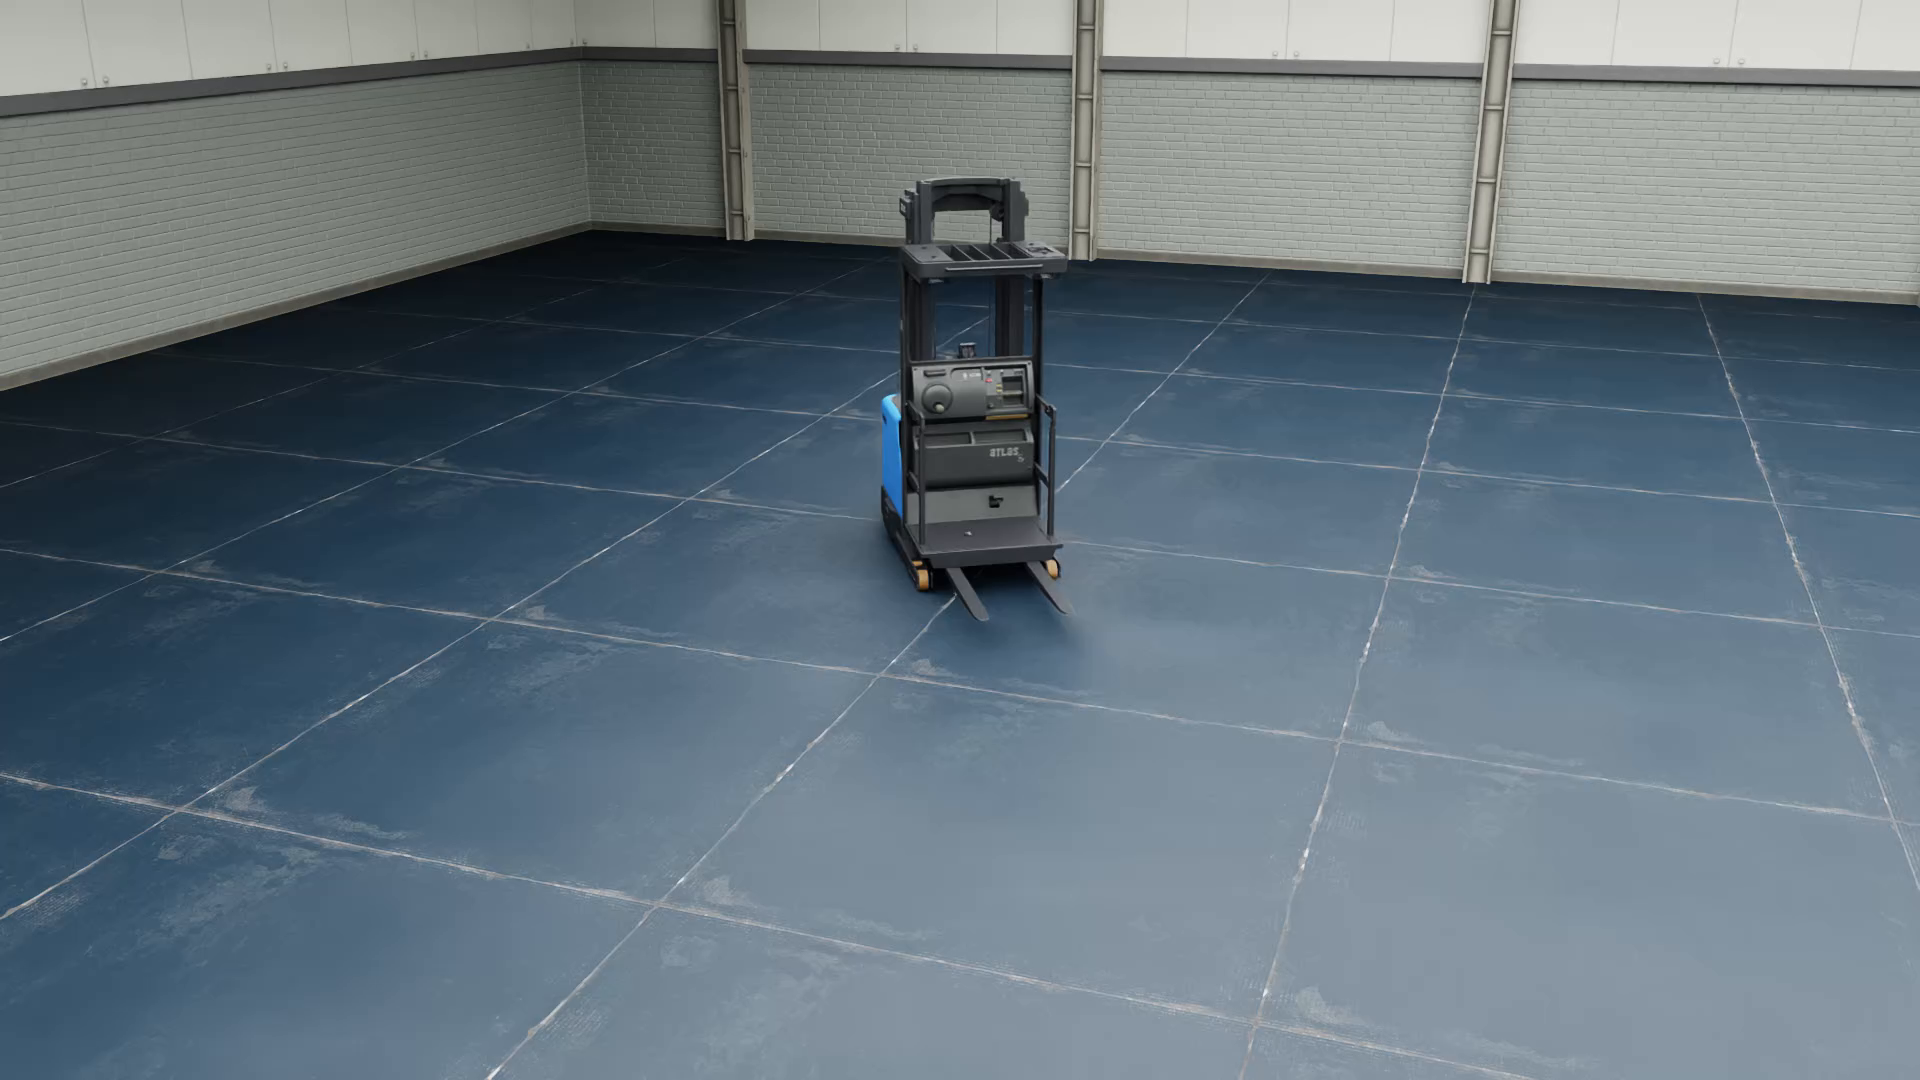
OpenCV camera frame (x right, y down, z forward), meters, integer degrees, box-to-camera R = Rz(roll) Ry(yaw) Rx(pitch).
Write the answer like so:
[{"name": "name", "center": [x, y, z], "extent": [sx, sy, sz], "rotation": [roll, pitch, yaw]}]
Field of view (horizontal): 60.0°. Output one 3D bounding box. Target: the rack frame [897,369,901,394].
[{"name": "rack frame", "center": [-0.458, -0.847, 14.161], "extent": [0.006, 1.200, 0.240], "rotation": [-10, 19, -27]}]

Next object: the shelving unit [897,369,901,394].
[{"name": "shelving unit", "center": [-0.378, -0.861, 14.203], "extent": [0.189, 1.200, 0.258], "rotation": [-10, 19, -27]}]

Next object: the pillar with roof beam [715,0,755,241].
[{"name": "pillar with roof beam", "center": [-5.135, -8.018, 22.908], "extent": [0.400, 9.000, 9.100], "rotation": [7, 20, 18]}]

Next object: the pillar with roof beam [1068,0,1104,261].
[{"name": "pillar with roof beam", "center": [0.533, -7.370, 21.049], "extent": [0.400, 9.000, 9.100], "rotation": [7, 20, 18]}]

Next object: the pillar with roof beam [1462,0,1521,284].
[{"name": "pillar with roof beam", "center": [6.201, -6.722, 19.189], "extent": [0.400, 9.000, 9.100], "rotation": [7, 20, 18]}]

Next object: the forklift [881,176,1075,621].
[{"name": "forklift", "center": [0.146, -1.135, 12.378], "extent": [1.130, 2.935, 3.031], "rotation": [-4, 20, -11]}]

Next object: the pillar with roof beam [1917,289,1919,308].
[{"name": "pillar with roof beam", "center": [11.868, -6.074, 17.330], "extent": [0.400, 9.000, 9.100], "rotation": [7, 20, 18]}]
